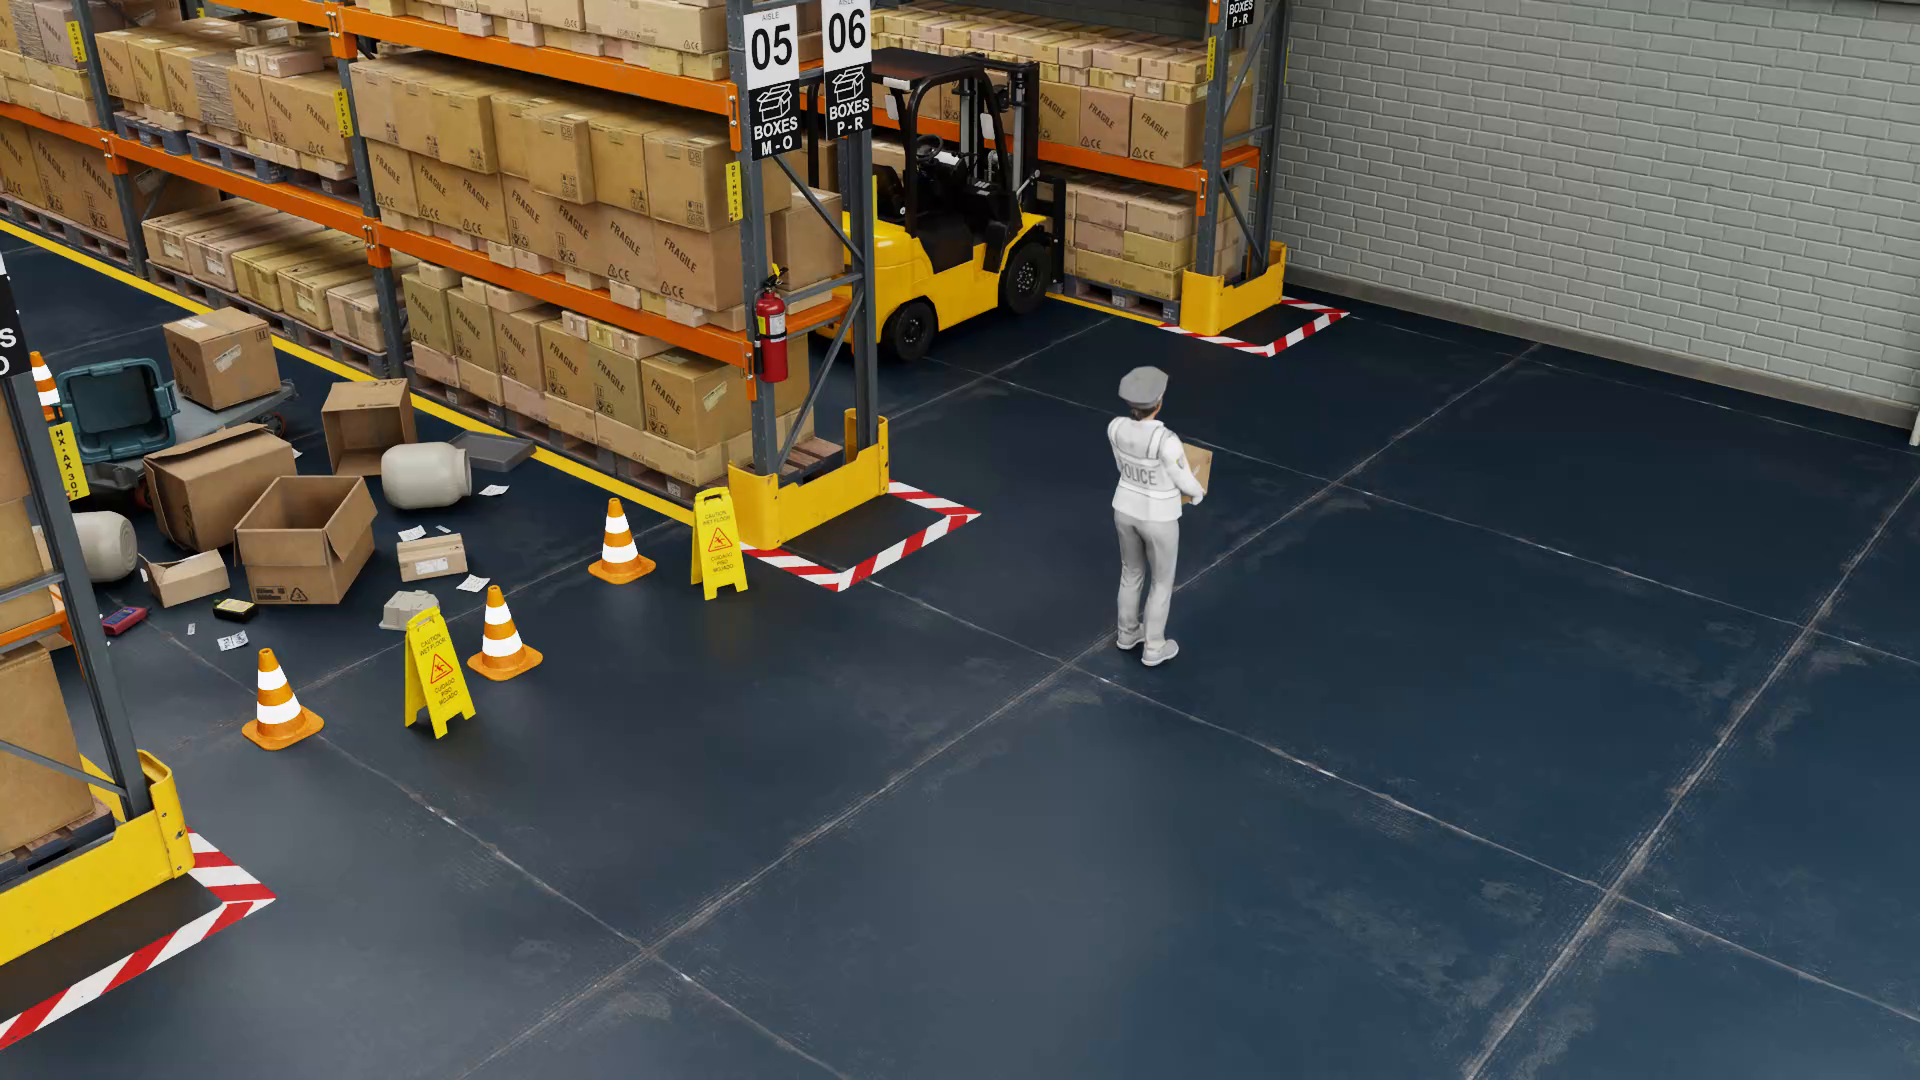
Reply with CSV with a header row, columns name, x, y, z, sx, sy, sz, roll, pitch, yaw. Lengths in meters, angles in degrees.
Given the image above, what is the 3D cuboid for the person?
name,x,y,z,sx,sy,sz,roll,pitch,yaw
person,1.042,-0.149,8.882,0.459,1.687,0.546,22,34,35
